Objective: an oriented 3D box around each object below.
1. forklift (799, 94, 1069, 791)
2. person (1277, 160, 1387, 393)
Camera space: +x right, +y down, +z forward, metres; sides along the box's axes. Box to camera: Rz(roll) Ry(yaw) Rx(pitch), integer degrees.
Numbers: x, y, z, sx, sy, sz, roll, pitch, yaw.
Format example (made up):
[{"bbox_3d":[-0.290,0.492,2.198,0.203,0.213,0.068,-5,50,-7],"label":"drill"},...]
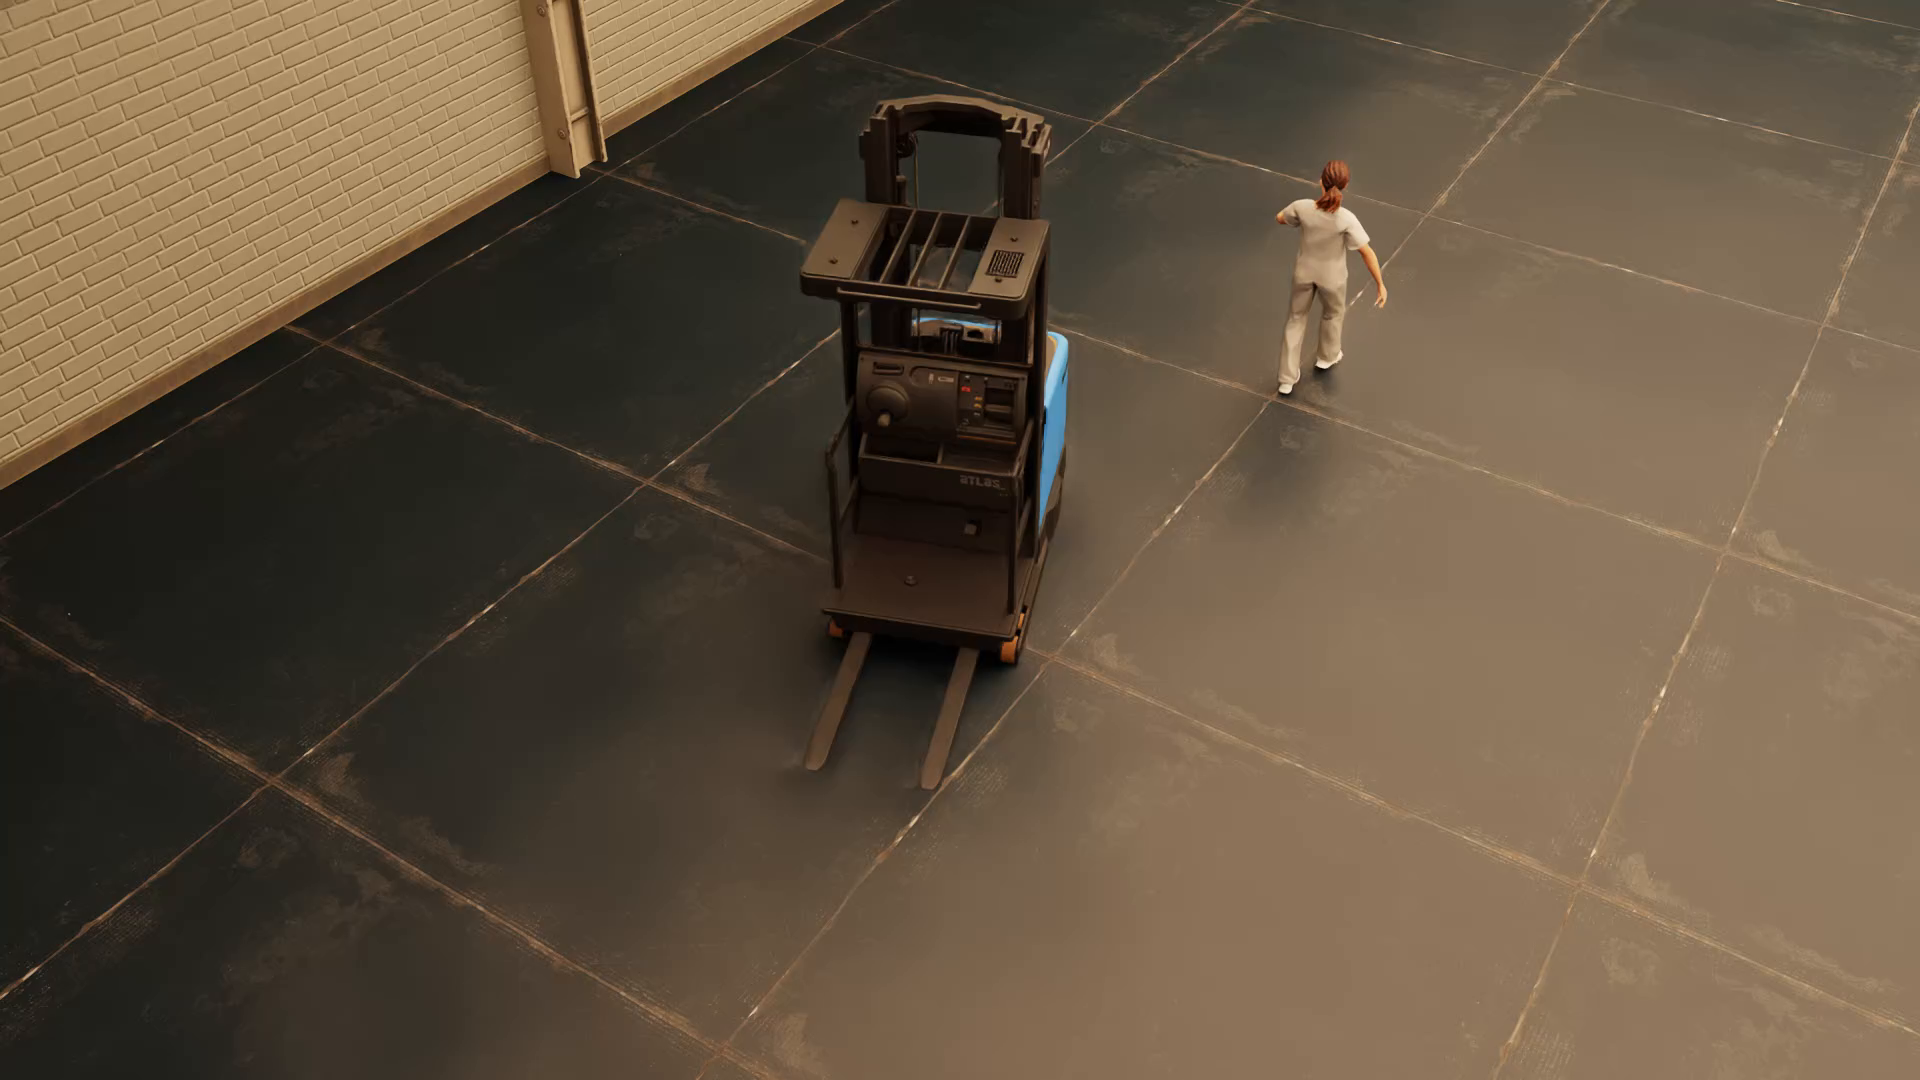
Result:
[{"bbox_3d":[-0.143,-0.686,8.777,1.130,2.935,3.031,8,41,9],"label":"forklift"},{"bbox_3d":[2.454,-1.788,11.086,0.881,1.665,0.707,18,43,20],"label":"person"}]
